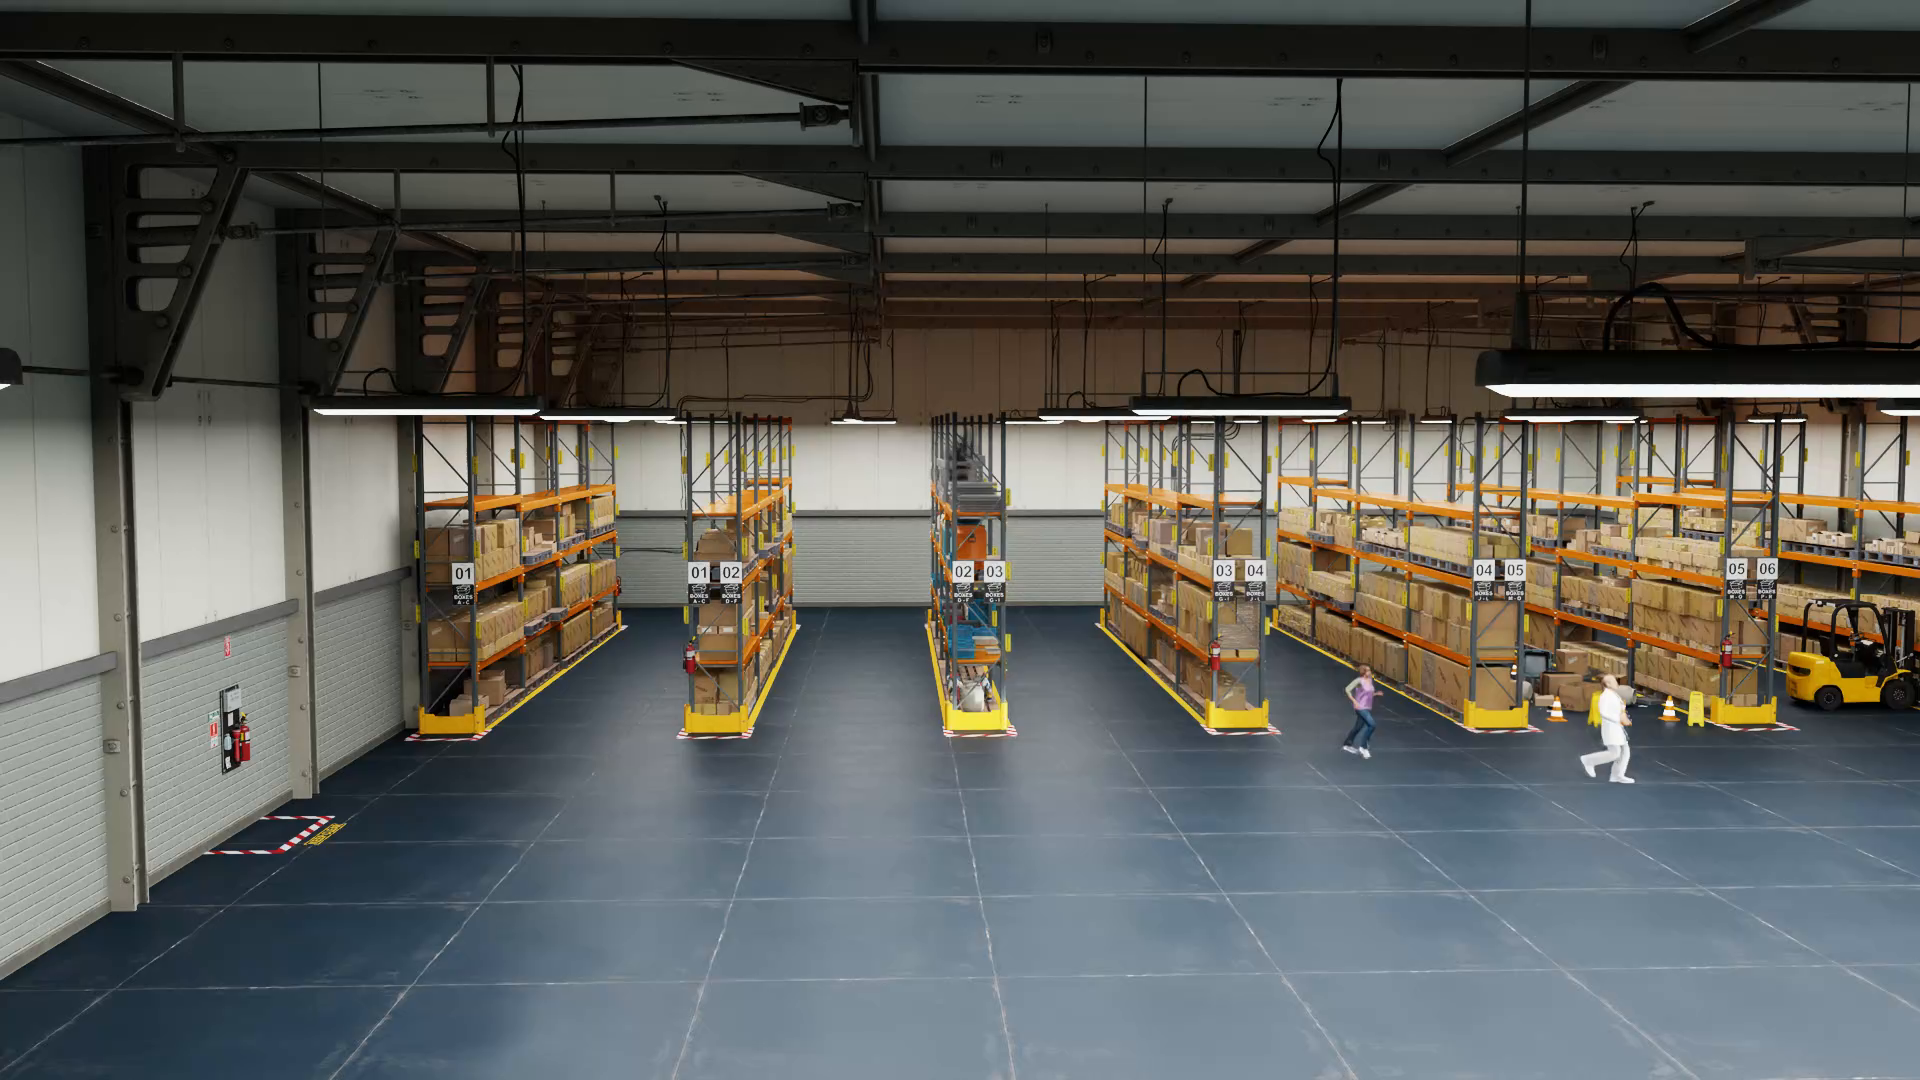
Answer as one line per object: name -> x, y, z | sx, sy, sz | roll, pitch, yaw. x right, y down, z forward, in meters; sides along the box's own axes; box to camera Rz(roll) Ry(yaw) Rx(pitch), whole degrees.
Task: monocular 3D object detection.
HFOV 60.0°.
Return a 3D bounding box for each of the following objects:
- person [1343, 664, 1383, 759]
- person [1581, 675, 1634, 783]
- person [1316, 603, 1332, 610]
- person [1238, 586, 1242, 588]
person -> 7.000, 2.971, 28.885 | 0.701, 1.641, 0.506 | 3, 5, 37
person -> 10.466, 3.074, 26.729 | 0.738, 1.653, 0.717 | 2, 5, 31
person -> 10.536, 1.546, 48.798 | 0.738, 1.734, 0.742 | -3, 5, -40
person -> 7.742, 1.666, 47.883 | 0.709, 1.642, 0.557 | 4, 5, 44
